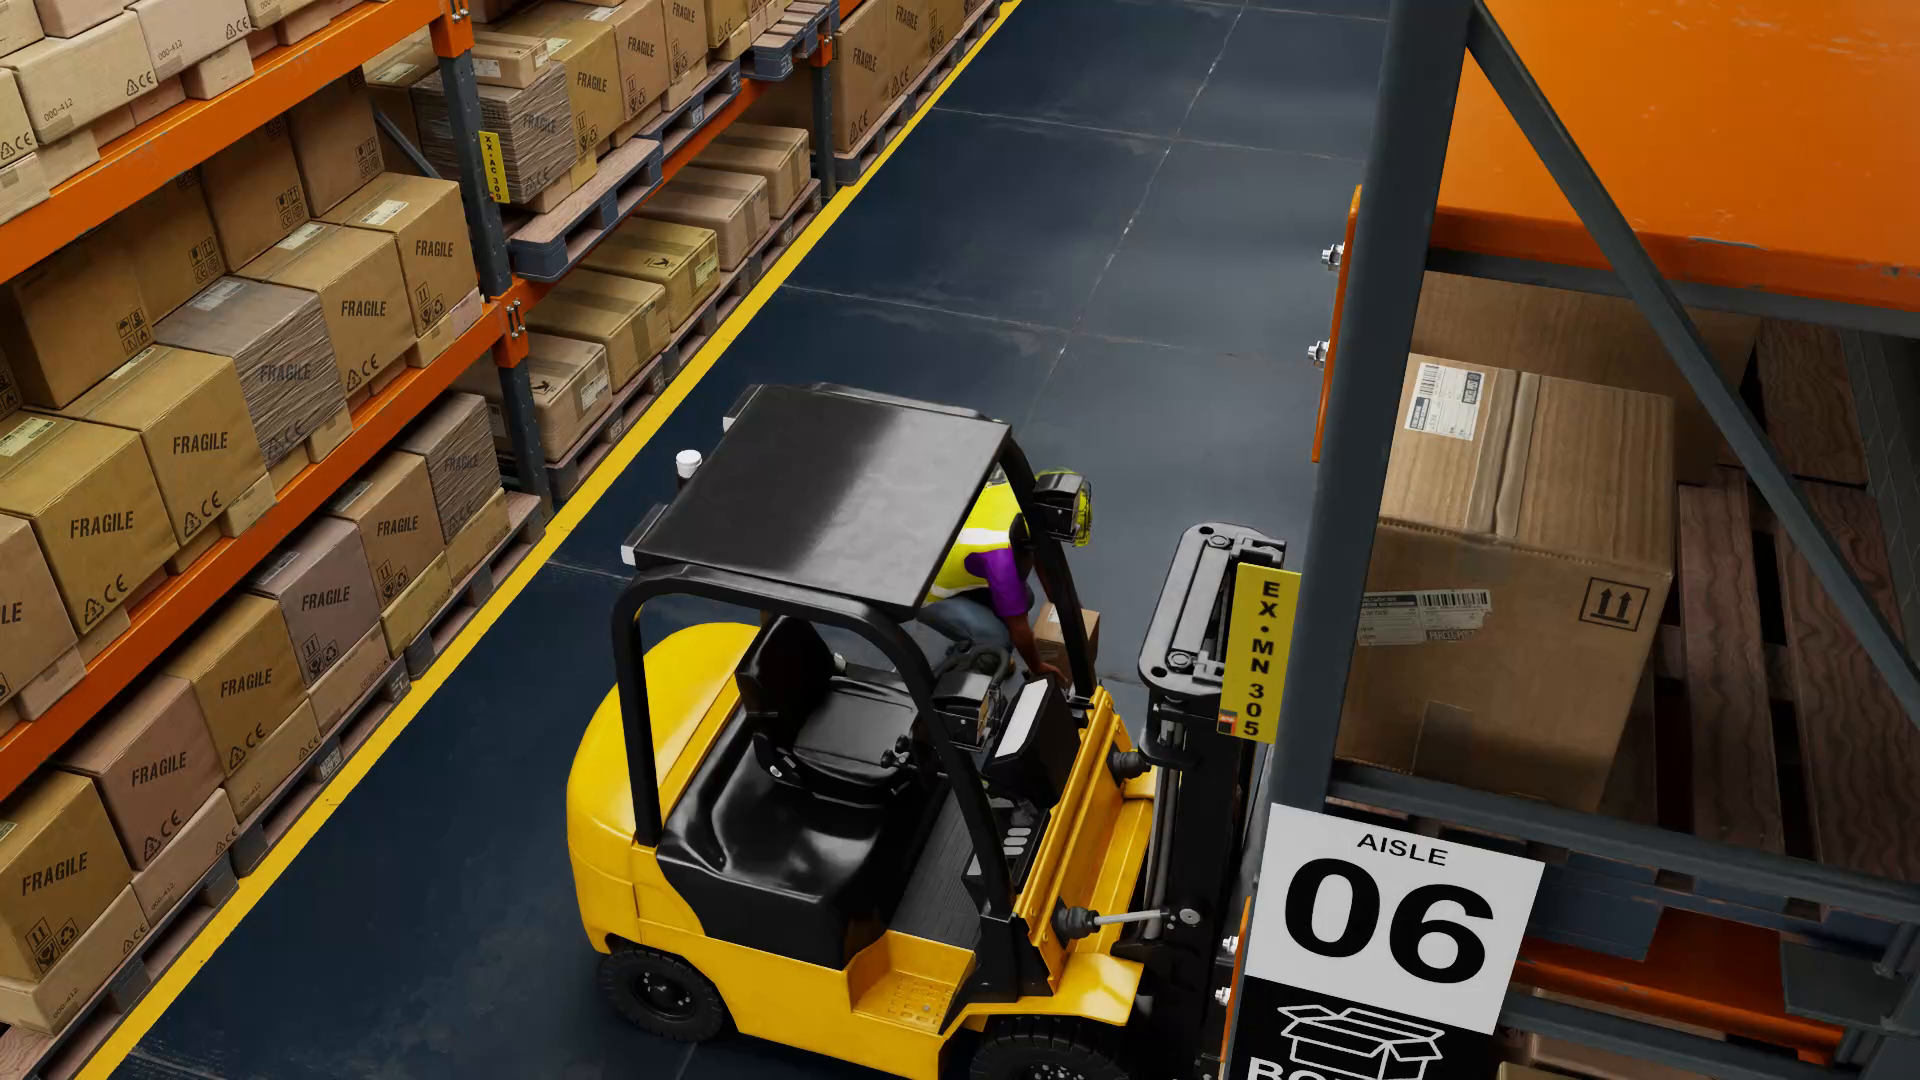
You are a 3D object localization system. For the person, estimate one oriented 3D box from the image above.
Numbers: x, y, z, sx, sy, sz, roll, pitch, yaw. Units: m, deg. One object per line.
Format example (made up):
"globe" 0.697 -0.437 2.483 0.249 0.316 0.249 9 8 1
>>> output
"person" 0.125 0.189 7.169 0.860 1.112 0.603 11 38 14
